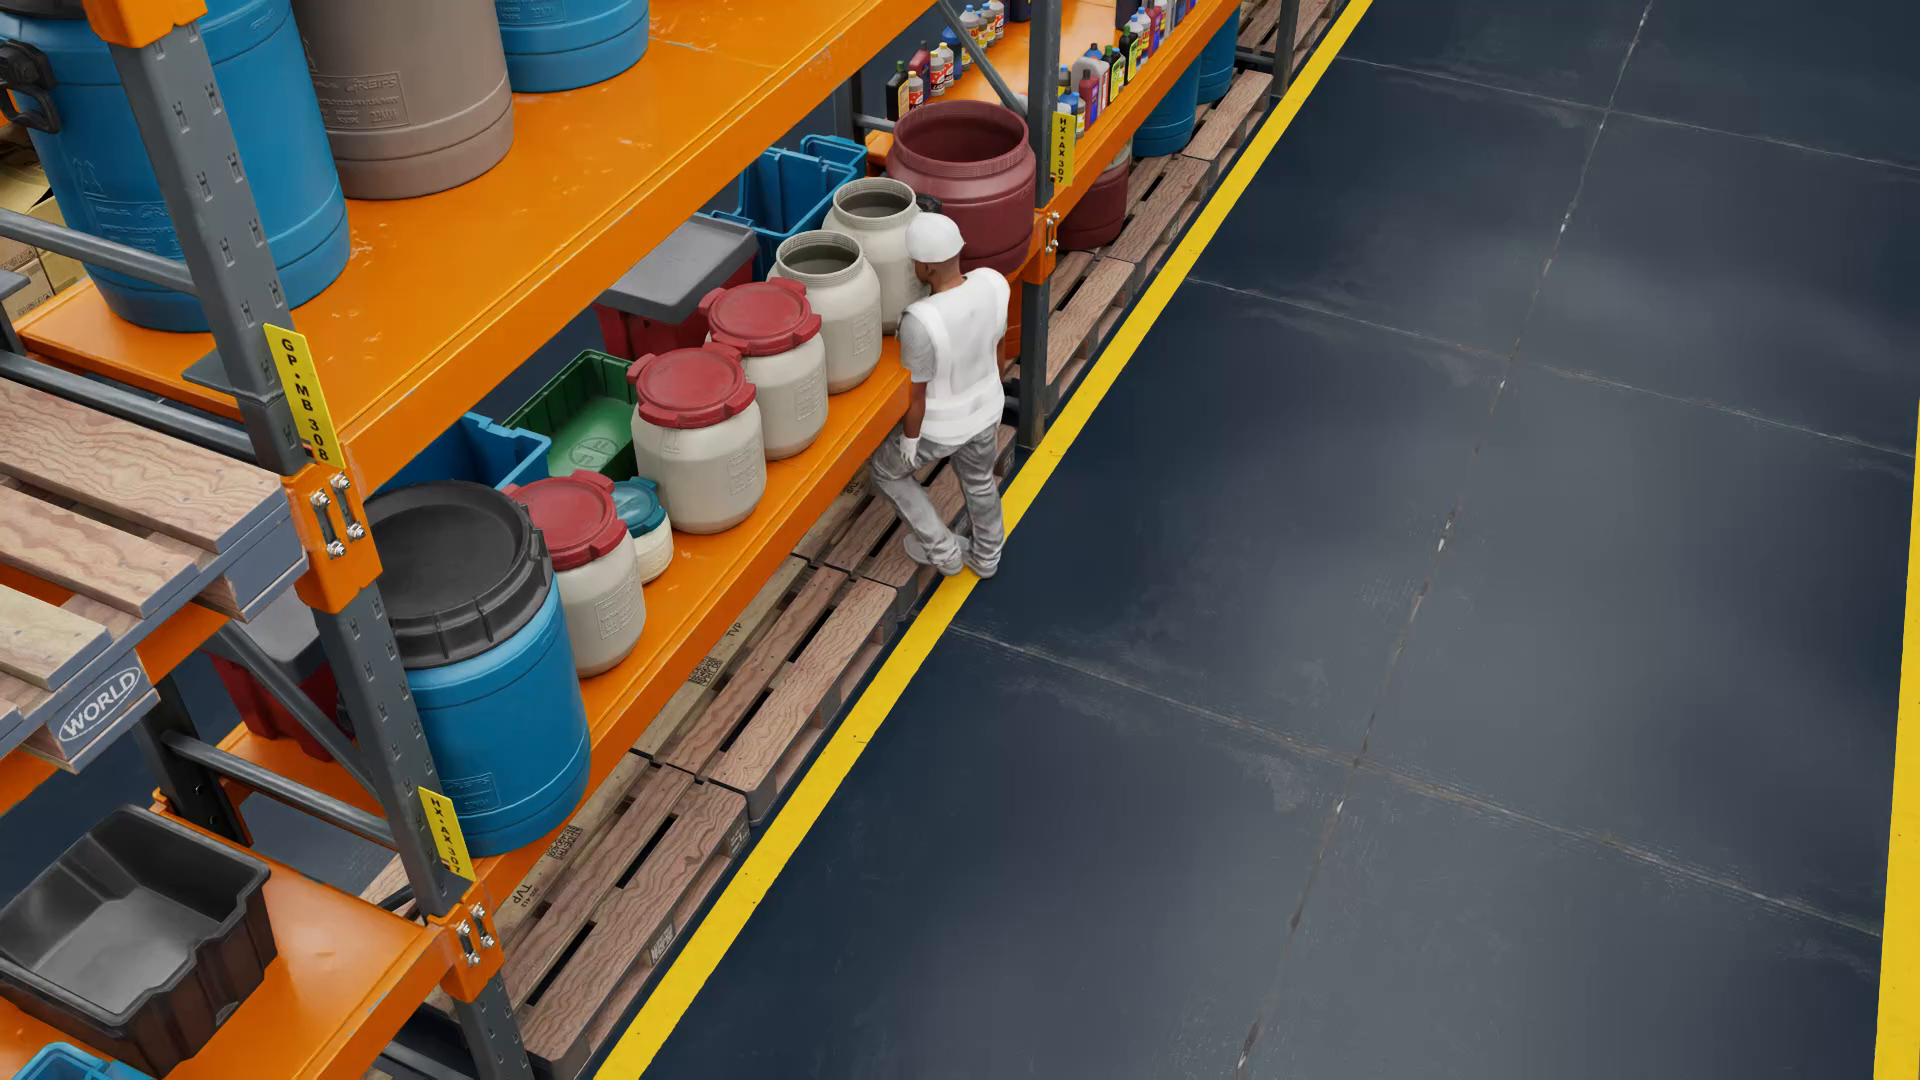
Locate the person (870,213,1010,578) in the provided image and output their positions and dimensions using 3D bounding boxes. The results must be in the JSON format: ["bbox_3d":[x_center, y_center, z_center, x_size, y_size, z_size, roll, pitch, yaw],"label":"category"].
[{"bbox_3d":[-0.086,-0.518,6.699,0.465,1.787,0.545,32,51,31],"label":"person"}]
